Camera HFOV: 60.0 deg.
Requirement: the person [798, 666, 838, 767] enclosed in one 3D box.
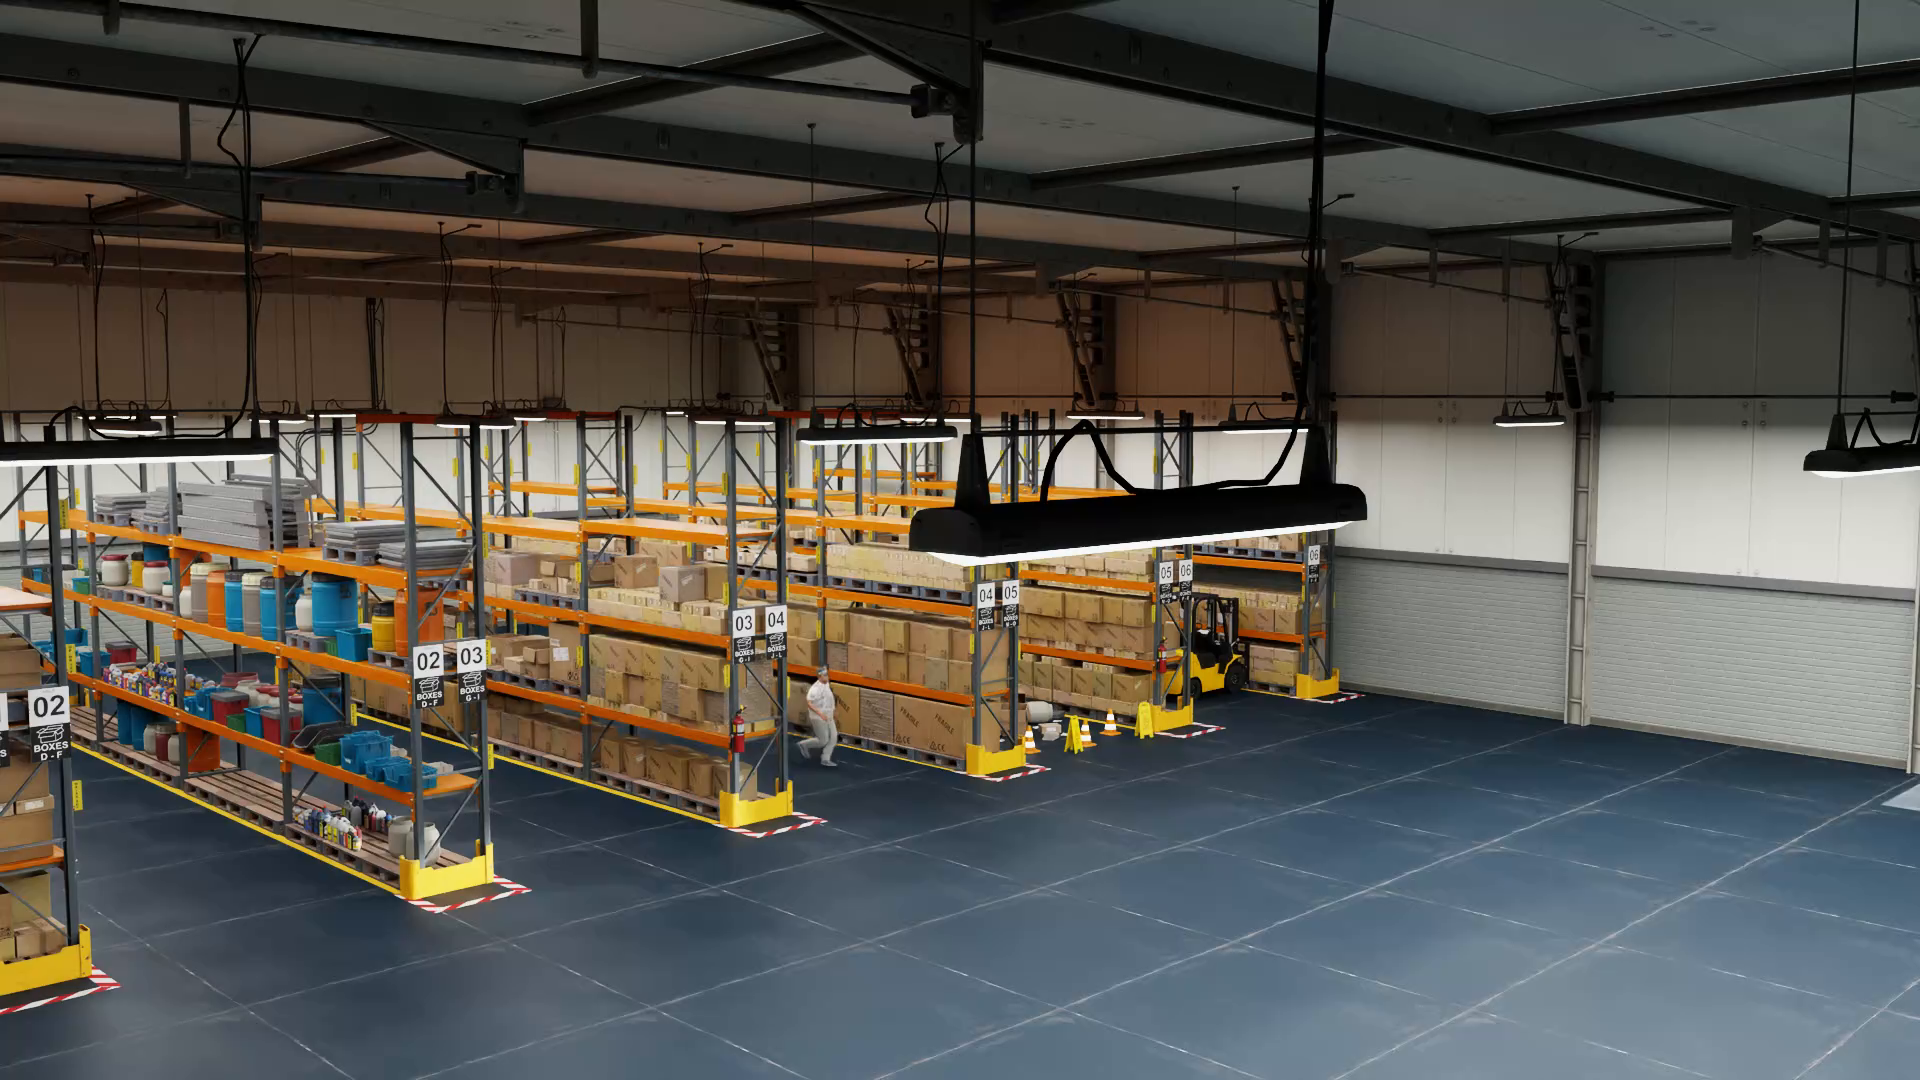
[{"bbox_3d":[-2.417,3.006,28.450,0.707,1.738,0.673,3,6,27],"label":"person"}]
